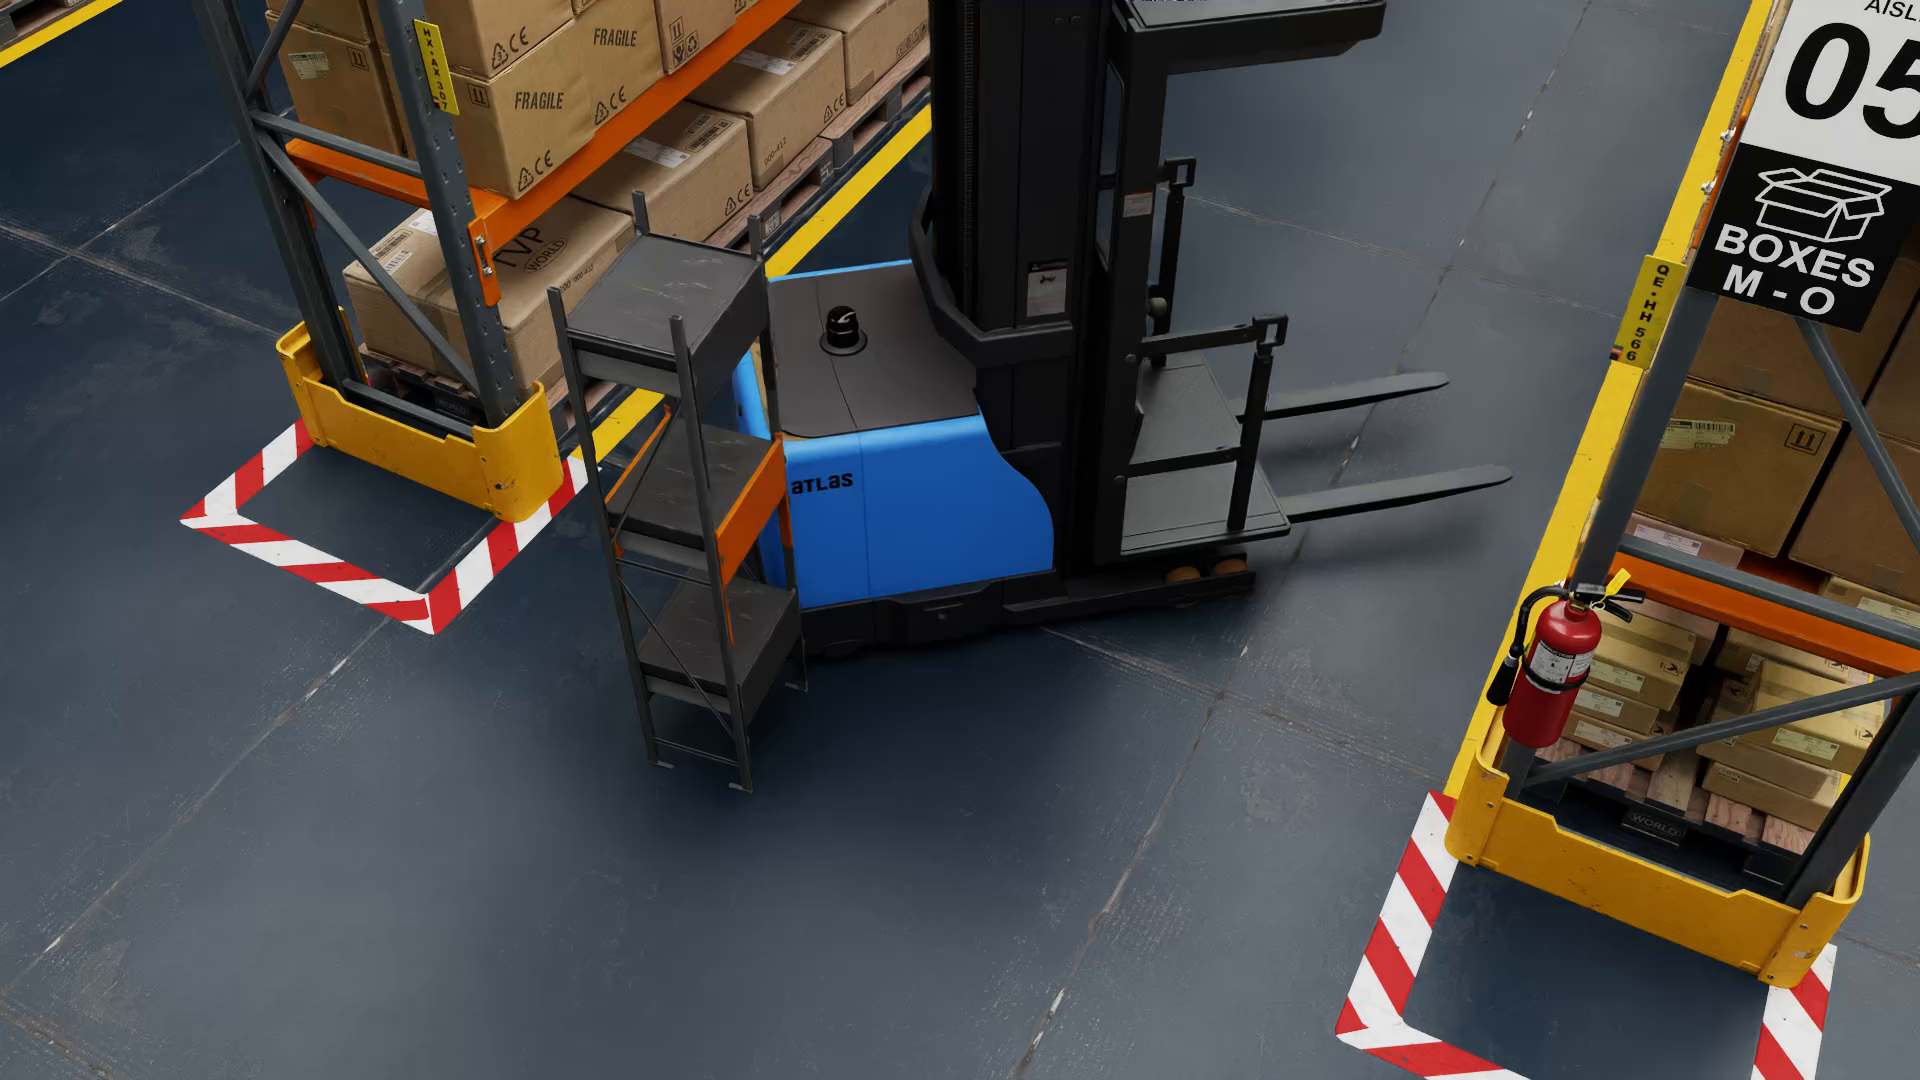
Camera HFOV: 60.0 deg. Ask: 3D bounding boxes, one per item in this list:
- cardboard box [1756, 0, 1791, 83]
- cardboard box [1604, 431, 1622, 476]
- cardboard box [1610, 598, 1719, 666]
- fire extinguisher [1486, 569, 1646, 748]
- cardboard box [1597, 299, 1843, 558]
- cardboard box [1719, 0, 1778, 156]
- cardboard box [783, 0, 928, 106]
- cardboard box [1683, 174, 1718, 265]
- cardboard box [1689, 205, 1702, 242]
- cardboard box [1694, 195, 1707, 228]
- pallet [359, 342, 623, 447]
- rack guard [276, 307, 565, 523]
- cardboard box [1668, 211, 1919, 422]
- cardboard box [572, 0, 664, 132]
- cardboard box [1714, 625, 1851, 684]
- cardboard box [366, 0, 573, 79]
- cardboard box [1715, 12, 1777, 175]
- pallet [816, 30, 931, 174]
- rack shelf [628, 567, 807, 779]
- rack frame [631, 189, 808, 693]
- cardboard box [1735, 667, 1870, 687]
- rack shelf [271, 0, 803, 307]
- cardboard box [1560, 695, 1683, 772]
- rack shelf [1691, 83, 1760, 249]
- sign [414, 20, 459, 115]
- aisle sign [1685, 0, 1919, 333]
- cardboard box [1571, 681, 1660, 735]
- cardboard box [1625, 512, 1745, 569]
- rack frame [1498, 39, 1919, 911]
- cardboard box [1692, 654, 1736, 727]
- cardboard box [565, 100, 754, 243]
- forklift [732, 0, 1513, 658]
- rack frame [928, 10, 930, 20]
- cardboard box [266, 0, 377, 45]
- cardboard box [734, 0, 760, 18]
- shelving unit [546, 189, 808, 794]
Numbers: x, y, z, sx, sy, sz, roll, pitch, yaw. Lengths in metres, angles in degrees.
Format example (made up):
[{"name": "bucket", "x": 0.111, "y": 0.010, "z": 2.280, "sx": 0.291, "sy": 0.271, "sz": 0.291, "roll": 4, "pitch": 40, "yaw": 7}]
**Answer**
[{"name": "cardboard box", "x": 2.180, "y": -1.228, "z": 3.851, "sx": 0.500, "sy": 0.250, "sz": 0.500, "roll": 19, "pitch": 48, "yaw": 18}, {"name": "cardboard box", "x": 2.652, "y": -0.298, "z": 6.227, "sx": 0.380, "sy": 0.149, "sz": 0.250, "roll": 22, "pitch": 49, "yaw": 20}, {"name": "cardboard box", "x": 2.392, "y": 0.236, "z": 5.698, "sx": 0.380, "sy": 0.149, "sz": 0.250, "roll": 21, "pitch": 49, "yaw": 20}, {"name": "fire extinguisher", "x": 1.678, "y": 0.312, "z": 4.649, "sx": 0.296, "sy": 0.674, "sz": 0.183, "roll": 20, "pitch": 49, "yaw": 19}, {"name": "cardboard box", "x": 2.184, "y": -0.360, "z": 4.718, "sx": 0.500, "sy": 0.500, "sz": 0.500, "roll": 21, "pitch": 49, "yaw": 20}, {"name": "cardboard box", "x": 3.118, "y": -1.664, "z": 6.006, "sx": 0.500, "sy": 0.500, "sz": 0.500, "roll": 19, "pitch": 48, "yaw": 18}, {"name": "cardboard box", "x": -0.758, "y": -2.830, "z": 8.944, "sx": 0.875, "sy": 0.438, "sz": 0.875, "roll": 20, "pitch": 49, "yaw": 19}, {"name": "cardboard box", "x": 2.655, "y": -1.006, "z": 5.355, "sx": 0.500, "sy": 0.500, "sz": 0.500, "roll": 21, "pitch": 49, "yaw": 19}, {"name": "cardboard box", "x": 3.607, "y": -1.395, "z": 7.728, "sx": 0.380, "sy": 0.149, "sz": 0.250, "roll": 18, "pitch": 48, "yaw": 17}, {"name": "cardboard box", "x": 3.608, "y": -1.500, "z": 7.623, "sx": 0.380, "sy": 0.149, "sz": 0.250, "roll": 23, "pitch": 50, "yaw": 21}, {"name": "pallet", "x": -1.926, "y": -0.972, "z": 7.563, "sx": 1.003, "sy": 0.211, "sz": 1.213, "roll": 20, "pitch": 49, "yaw": 19}, {"name": "rack guard", "x": -2.239, "y": -0.529, "z": 6.922, "sx": 1.175, "sy": 0.500, "sz": 0.348, "roll": 20, "pitch": 49, "yaw": 19}, {"name": "cardboard box", "x": 2.195, "y": -0.714, "z": 4.364, "sx": 0.500, "sy": 0.500, "sz": 0.500, "roll": 20, "pitch": 49, "yaw": 18}, {"name": "cardboard box", "x": -1.541, "y": -1.994, "z": 6.541, "sx": 0.500, "sy": 0.500, "sz": 0.500, "roll": 20, "pitch": 49, "yaw": 19}, {"name": "cardboard box", "x": 2.769, "y": 0.362, "z": 5.574, "sx": 0.380, "sy": 0.149, "sz": 0.250, "roll": 21, "pitch": 49, "yaw": 20}, {"name": "cardboard box", "x": -1.753, "y": -2.018, "z": 5.862, "sx": 0.500, "sy": 0.500, "sz": 0.500, "roll": 19, "pitch": 48, "yaw": 18}, {"name": "cardboard box", "x": 2.664, "y": -1.364, "z": 5.006, "sx": 0.500, "sy": 0.500, "sz": 0.500, "roll": 23, "pitch": 50, "yaw": 21}, {"name": "pallet", "x": -0.793, "y": -2.510, "z": 9.082, "sx": 1.003, "sy": 0.211, "sz": 1.213, "roll": 20, "pitch": 49, "yaw": 19}, {"name": "rack shelf", "x": -0.839, "y": 0.444, "z": 5.838, "sx": 0.431, "sy": 0.518, "sz": 0.480, "roll": 14, "pitch": 47, "yaw": 14}, {"name": "rack frame", "x": -0.756, "y": -0.221, "z": 5.492, "sx": 0.400, "sy": 2.100, "sz": 0.015, "roll": 14, "pitch": 47, "yaw": 14}, {"name": "cardboard box", "x": 2.851, "y": 0.498, "z": 5.649, "sx": 0.380, "sy": 0.149, "sz": 0.250, "roll": 20, "pitch": 49, "yaw": 19}, {"name": "rack shelf", "x": -1.300, "y": -2.430, "z": 7.549, "sx": 1.077, "sy": 0.370, "sz": 4.000, "roll": 20, "pitch": 49, "yaw": 19}, {"name": "cardboard box", "x": 2.263, "y": 0.602, "z": 5.756, "sx": 0.380, "sy": 0.149, "sz": 0.250, "roll": 21, "pitch": 49, "yaw": 20}, {"name": "rack shelf", "x": 3.132, "y": -1.914, "z": 4.929, "sx": 1.077, "sy": 0.370, "sz": 4.000, "roll": 20, "pitch": 49, "yaw": 19}, {"name": "sign", "x": -1.739, "y": -1.568, "z": 5.527, "sx": 0.100, "sy": 0.325, "sz": 0.005, "roll": 20, "pitch": 49, "yaw": 19}, {"name": "aisle sign", "x": 1.904, "y": -0.819, "z": 3.623, "sx": 0.394, "sy": 0.787, "sz": 0.004, "roll": 20, "pitch": 49, "yaw": 19}, {"name": "cardboard box", "x": 2.196, "y": 0.471, "z": 5.676, "sx": 0.380, "sy": 0.149, "sz": 0.250, "roll": 19, "pitch": 48, "yaw": 18}, {"name": "cardboard box", "x": 2.104, "y": -0.063, "z": 4.880, "sx": 0.380, "sy": 0.149, "sz": 0.250, "roll": 21, "pitch": 49, "yaw": 19}, {"name": "rack frame", "x": 2.203, "y": 0.148, "z": 4.495, "sx": 1.000, "sy": 3.000, "sz": 0.127, "roll": 20, "pitch": 49, "yaw": 19}, {"name": "cardboard box", "x": 2.779, "y": 0.586, "z": 5.771, "sx": 0.380, "sy": 0.149, "sz": 0.250, "roll": 20, "pitch": 49, "yaw": 19}, {"name": "cardboard box", "x": -1.593, "y": -1.698, "z": 7.826, "sx": 0.875, "sy": 0.438, "sz": 0.875, "roll": 22, "pitch": 49, "yaw": 20}, {"name": "forklift", "x": 0.677, "y": -1.127, "z": 5.803, "sx": 3.031, "sy": 2.935, "sz": 1.130, "roll": -9, "pitch": 46, "yaw": -9}, {"name": "rack frame", "x": -0.371, "y": -3.943, "z": 8.538, "sx": 1.000, "sy": 3.000, "sz": 0.127, "roll": 20, "pitch": 49, "yaw": 19}, {"name": "cardboard box", "x": -2.215, "y": -2.192, "z": 6.034, "sx": 0.500, "sy": 0.500, "sz": 0.500, "roll": 22, "pitch": 49, "yaw": 20}, {"name": "cardboard box", "x": -1.071, "y": -2.629, "z": 7.169, "sx": 0.500, "sy": 0.500, "sz": 0.500, "roll": 22, "pitch": 49, "yaw": 20}, {"name": "shelving unit", "x": -0.839, "y": -0.057, "z": 5.330, "sx": 0.431, "sy": 2.100, "sz": 0.503, "roll": 14, "pitch": 47, "yaw": 14}]
